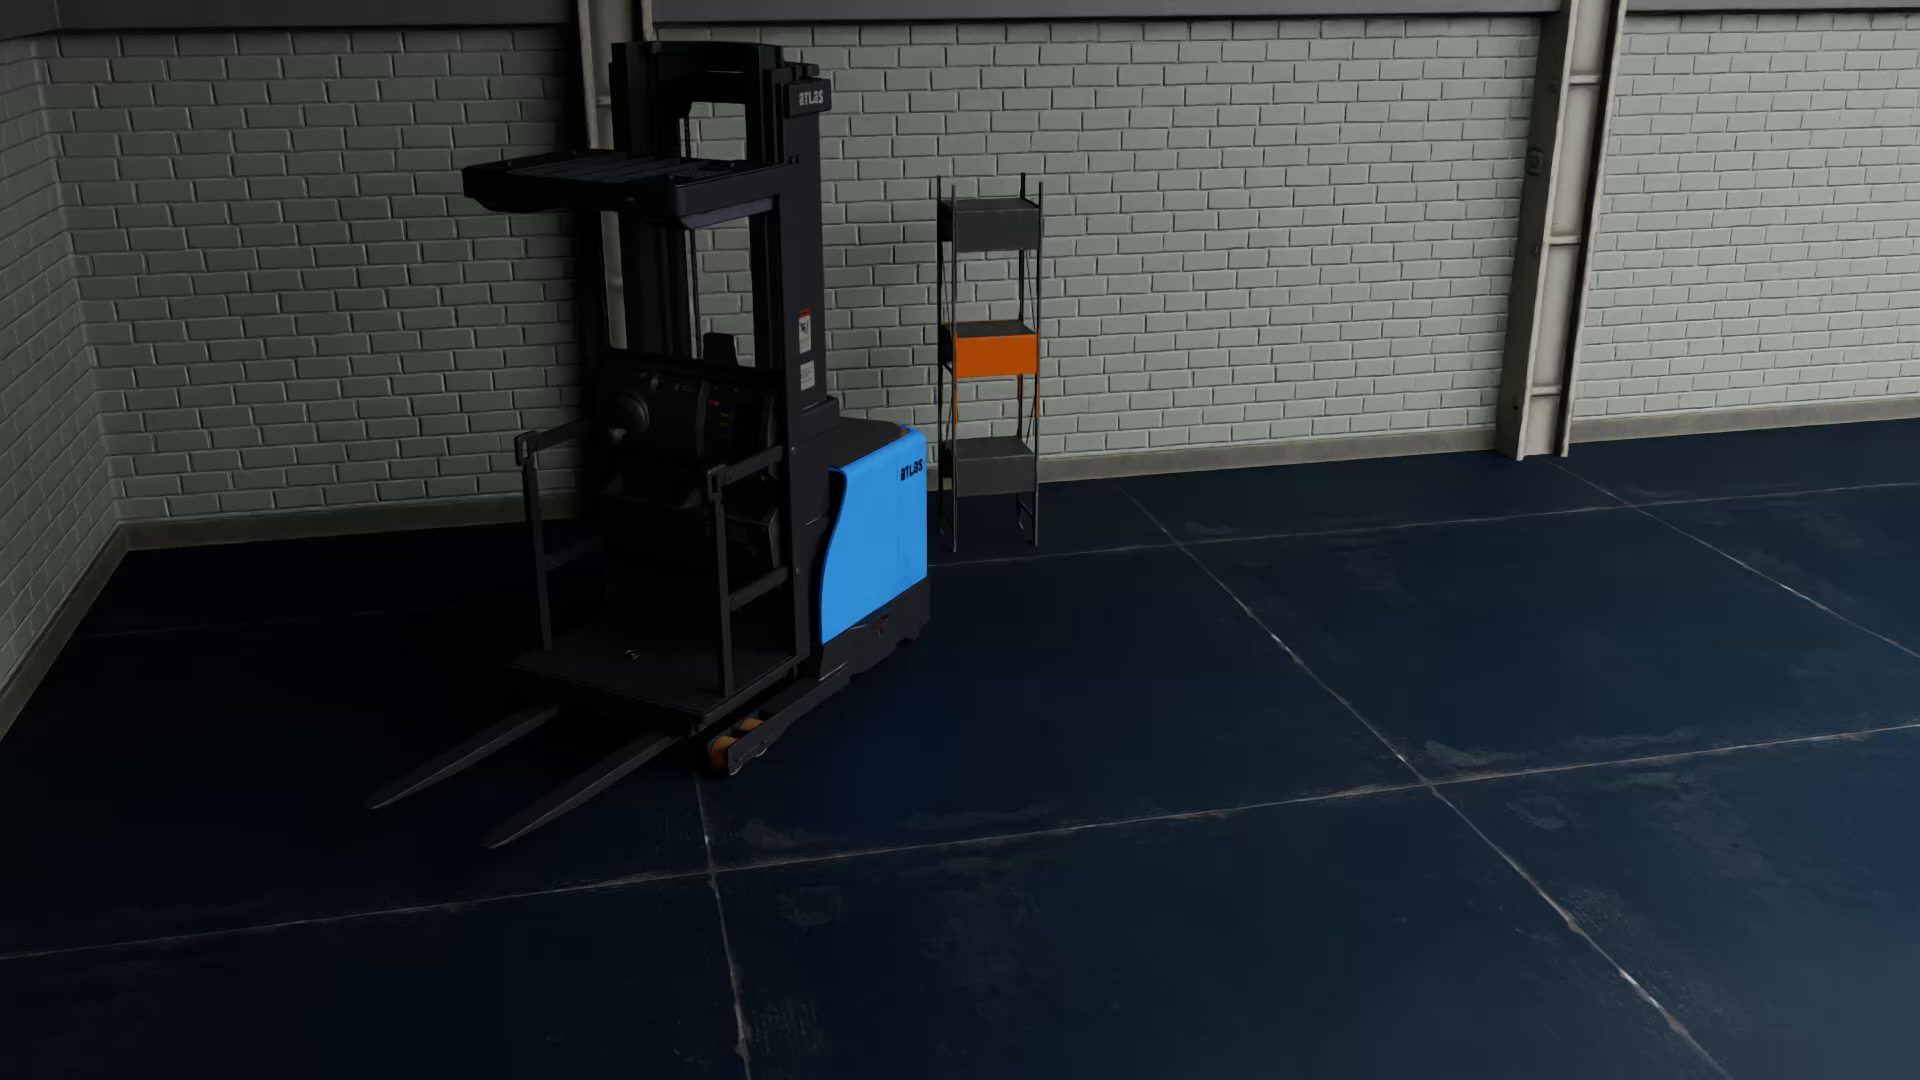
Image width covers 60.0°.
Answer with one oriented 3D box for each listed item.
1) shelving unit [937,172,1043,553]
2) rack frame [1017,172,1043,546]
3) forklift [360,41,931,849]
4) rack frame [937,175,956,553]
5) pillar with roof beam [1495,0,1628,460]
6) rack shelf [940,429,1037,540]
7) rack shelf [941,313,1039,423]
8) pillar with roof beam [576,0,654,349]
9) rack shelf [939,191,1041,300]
[{"bbox_3d":[0.161,-0.999,9.489,0.503,2.100,0.431,-5,21,-12],"label":"shelving unit"},{"bbox_3d":[0.399,-1.018,9.542,0.015,2.100,0.400,-5,21,-12],"label":"rack frame"},{"bbox_3d":[-1.294,-0.551,7.057,1.130,2.935,3.031,11,23,26],"label":"forklift"},{"bbox_3d":[-0.076,-0.980,9.436,0.015,2.100,0.400,-5,21,-12],"label":"rack frame"},{"bbox_3d":[4.923,-3.392,5.991,0.400,9.000,9.100,-5,21,-12],"label":"pillar with roof beam"},{"bbox_3d":[0.161,-0.329,9.735,0.480,0.518,0.431,-5,21,-12],"label":"rack shelf"},{"bbox_3d":[0.161,-0.986,9.494,0.480,0.518,0.431,-5,21,-12],"label":"rack shelf"},{"bbox_3d":[-0.916,-2.917,4.695,0.400,9.000,9.100,-5,21,-12],"label":"pillar with roof beam"},{"bbox_3d":[0.161,-1.644,9.253,0.480,0.518,0.431,-5,21,-12],"label":"rack shelf"}]
